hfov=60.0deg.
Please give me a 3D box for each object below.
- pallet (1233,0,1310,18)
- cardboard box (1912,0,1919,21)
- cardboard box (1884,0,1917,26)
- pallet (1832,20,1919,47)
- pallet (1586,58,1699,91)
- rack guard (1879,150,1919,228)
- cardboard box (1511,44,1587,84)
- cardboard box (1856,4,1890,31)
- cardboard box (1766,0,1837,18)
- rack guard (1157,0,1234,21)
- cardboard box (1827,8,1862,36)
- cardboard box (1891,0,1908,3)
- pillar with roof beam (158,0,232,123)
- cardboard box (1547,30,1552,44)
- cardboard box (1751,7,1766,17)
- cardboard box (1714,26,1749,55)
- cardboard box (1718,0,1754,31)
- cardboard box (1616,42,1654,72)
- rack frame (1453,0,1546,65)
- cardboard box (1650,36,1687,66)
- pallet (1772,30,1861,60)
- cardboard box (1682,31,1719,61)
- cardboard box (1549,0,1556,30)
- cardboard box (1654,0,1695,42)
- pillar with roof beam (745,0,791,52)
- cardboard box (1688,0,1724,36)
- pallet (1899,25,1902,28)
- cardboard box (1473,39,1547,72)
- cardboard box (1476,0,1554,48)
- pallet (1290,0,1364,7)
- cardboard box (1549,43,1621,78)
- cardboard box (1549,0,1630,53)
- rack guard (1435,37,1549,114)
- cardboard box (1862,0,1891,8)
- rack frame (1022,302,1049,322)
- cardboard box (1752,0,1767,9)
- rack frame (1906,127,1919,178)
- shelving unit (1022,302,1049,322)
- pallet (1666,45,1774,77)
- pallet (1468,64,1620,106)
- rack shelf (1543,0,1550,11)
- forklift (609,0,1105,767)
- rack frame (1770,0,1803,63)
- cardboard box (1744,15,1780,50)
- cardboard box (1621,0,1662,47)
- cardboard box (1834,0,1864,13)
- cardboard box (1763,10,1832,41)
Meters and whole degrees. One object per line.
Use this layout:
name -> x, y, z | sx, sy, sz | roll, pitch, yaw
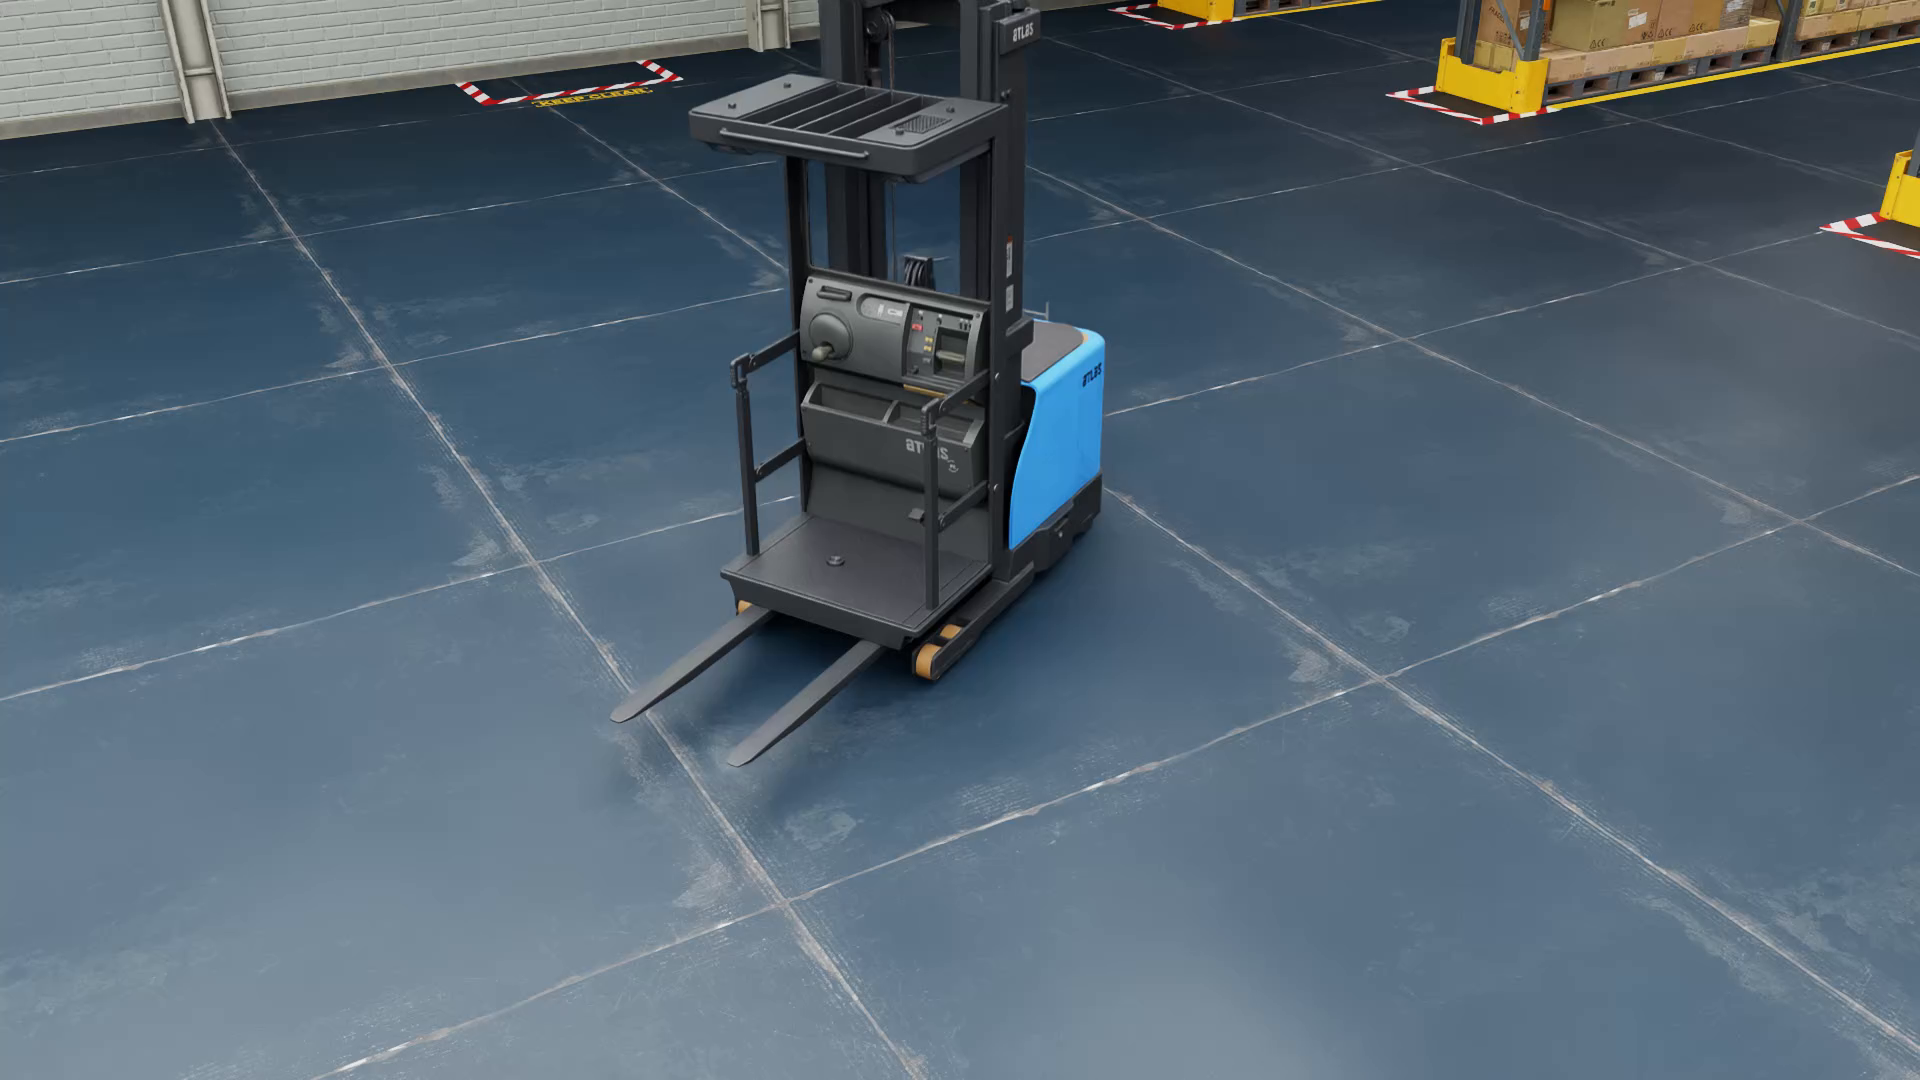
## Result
pallet -> 3.625, -6.827, 20.903 | 1.213, 0.211, 1.003 | -16, 33, -26
cardboard box -> 11.044, -6.241, 19.366 | 0.500, 0.250, 0.500 | -15, 32, -25
cardboard box -> 10.602, -6.114, 19.135 | 0.500, 0.250, 0.500 | -15, 32, -25
pallet -> 10.471, -6.038, 19.473 | 1.213, 0.211, 1.003 | -16, 33, -26
pallet -> 7.043, -5.063, 17.706 | 1.213, 0.211, 1.003 | -16, 33, -26
rack guard -> 7.902, -2.662, 13.056 | 0.348, 0.500, 1.175 | -16, 33, -26
cardboard box -> 5.929, -4.801, 16.757 | 0.500, 0.250, 0.500 | -16, 33, -26
cardboard box -> 10.163, -5.990, 18.910 | 0.500, 0.250, 0.500 | -17, 33, -28
cardboard box -> 9.285, -5.985, 18.321 | 0.500, 0.311, 0.500 | -16, 33, -26
rack guard -> 2.907, -6.770, 20.499 | 0.348, 0.500, 1.175 | -16, 33, -26
cardboard box -> 9.718, -5.862, 18.679 | 0.500, 0.250, 0.500 | -15, 32, -25
cardboard box -> 10.610, -6.362, 19.004 | 0.500, 0.311, 0.500 | -15, 32, -25
pillar with roof beam -> -5.158, -6.273, 10.803 | 0.400, 9.000, 9.100 | -16, 33, -26
cardboard box -> 6.092, -5.144, 17.378 | 0.500, 0.250, 0.500 | -16, 33, -26
cardboard box -> 9.014, -5.964, 18.864 | 0.500, 0.250, 0.500 | -16, 33, -27
cardboard box -> 8.078, -5.419, 17.876 | 0.500, 0.250, 0.500 | -16, 33, -26
cardboard box -> 8.077, -5.748, 17.696 | 0.500, 0.500, 0.500 | -16, 33, -26
cardboard box -> 6.790, -5.047, 17.203 | 0.500, 0.250, 0.500 | -16, 33, -26
rack frame -> 5.354, -5.783, 16.124 | 0.127, 3.000, 1.000 | -16, 33, -26
cardboard box -> 7.223, -5.168, 17.421 | 0.500, 0.250, 0.500 | -16, 33, -26
pallet -> 9.418, -5.738, 18.928 | 1.213, 0.211, 1.003 | -16, 33, -26
cardboard box -> 7.654, -5.290, 17.643 | 0.500, 0.250, 0.500 | -16, 33, -26
cardboard box -> 6.521, -5.597, 17.423 | 0.500, 0.500, 0.500 | -16, 33, -26
cardboard box -> 7.224, -5.496, 17.239 | 0.500, 0.500, 0.500 | -16, 33, -26
pillar with roof beam -> 0.015, -7.742, 13.464 | 0.400, 9.000, 9.100 | -16, 33, -26
cardboard box -> 7.648, -5.624, 17.471 | 0.500, 0.500, 0.500 | -16, 33, -26
pallet -> 11.522, -6.335, 20.010 | 1.213, 0.211, 1.003 | -16, 33, -26
cardboard box -> 5.667, -5.017, 17.148 | 0.500, 0.250, 0.500 | -16, 33, -26
cardboard box -> 5.666, -5.346, 16.968 | 0.500, 0.500, 0.500 | -16, 33, -26
pallet -> 4.676, -7.124, 21.440 | 1.213, 0.211, 1.003 | -16, 33, -26
cardboard box -> 6.359, -4.925, 16.981 | 0.500, 0.250, 0.500 | -16, 33, -26
cardboard box -> 6.359, -5.253, 16.799 | 0.500, 0.500, 0.500 | -16, 33, -26
rack guard -> 5.334, -4.682, 16.717 | 0.348, 0.500, 1.175 | -16, 33, -26
cardboard box -> 10.165, -6.232, 18.769 | 0.500, 0.311, 0.500 | -17, 33, -28
rack frame -> 0.388, -0.832, 9.171 | 0.200, 1.050, 0.008 | 16, 32, 26
cardboard box -> 9.007, -6.206, 18.721 | 0.500, 0.311, 0.500 | -16, 33, -26
rack frame -> 7.861, -3.718, 12.383 | 0.127, 3.000, 1.000 | -16, 33, -26
shelving unit -> 0.327, -0.781, 9.079 | 0.215, 1.050, 0.252 | 16, 32, 26
pallet -> 8.096, -5.364, 18.251 | 1.213, 0.211, 1.003 | -16, 33, -26
pallet -> 5.992, -4.766, 17.168 | 1.213, 0.211, 1.003 | -16, 33, -26
rack shelf -> 7.079, -5.957, 17.185 | 4.000, 0.370, 1.077 | -16, 33, -26
forklift -> -0.421, -0.896, 7.339 | 1.130, 2.935, 3.031 | 16, 32, 26
rack frame -> 8.803, -6.762, 17.898 | 0.127, 3.000, 1.000 | -16, 33, -26
cardboard box -> 8.514, -5.537, 18.090 | 0.500, 0.250, 0.500 | -16, 33, -26
cardboard box -> 6.784, -5.381, 17.030 | 0.500, 0.500, 0.500 | -16, 33, -26
cardboard box -> 9.720, -6.105, 18.539 | 0.500, 0.311, 0.500 | -16, 33, -27
cardboard box -> 9.276, -5.737, 18.453 | 0.500, 0.250, 0.500 | -17, 33, -27
